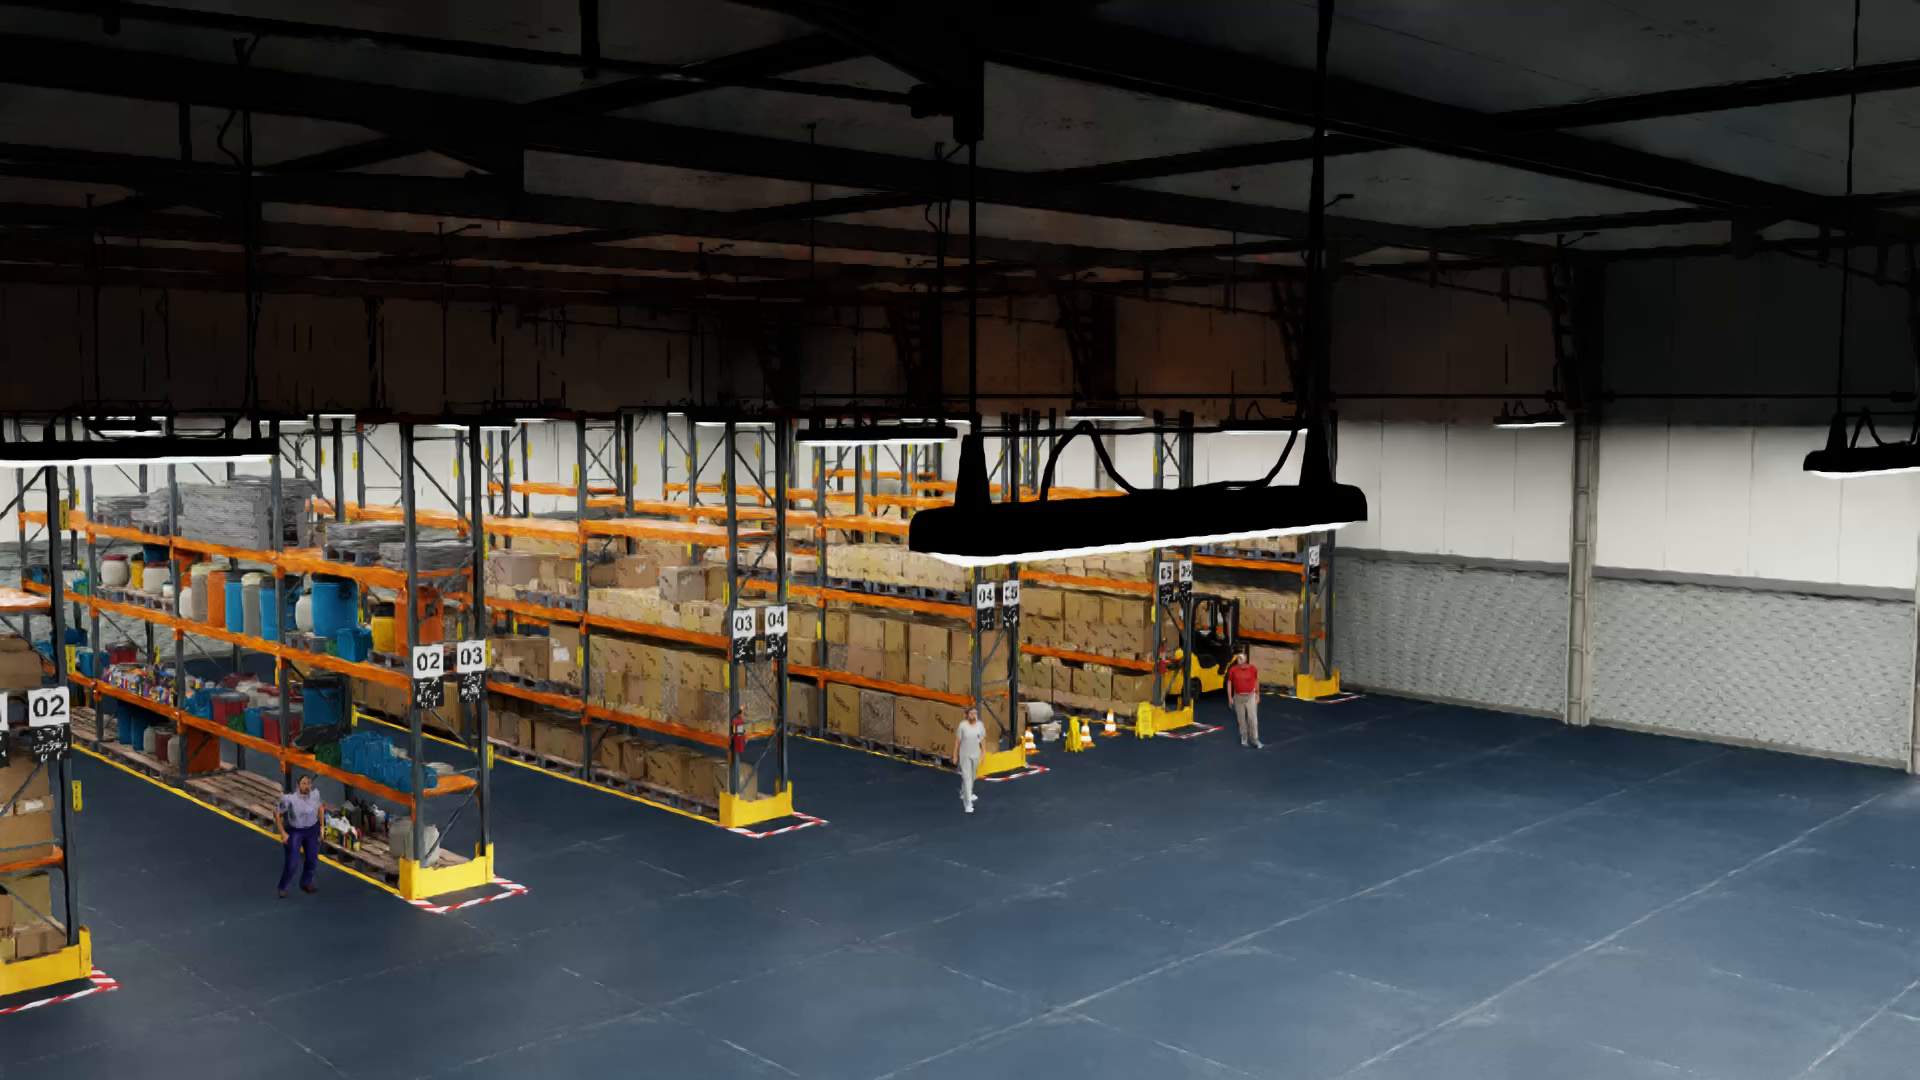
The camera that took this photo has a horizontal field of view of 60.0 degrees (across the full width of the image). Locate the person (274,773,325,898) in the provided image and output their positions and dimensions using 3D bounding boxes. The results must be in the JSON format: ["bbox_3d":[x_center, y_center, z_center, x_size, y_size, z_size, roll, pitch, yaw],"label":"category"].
[{"bbox_3d":[-8.360,3.714,21.068,0.517,1.596,0.625,5,7,43],"label":"person"}]

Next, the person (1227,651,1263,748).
[{"bbox_3d":[5.164,2.863,30.080,0.651,1.731,0.489,1,5,12],"label":"person"}]

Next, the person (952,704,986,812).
[{"bbox_3d":[0.155,3.310,25.542,0.478,1.617,0.958,-2,5,-22],"label":"person"}]
